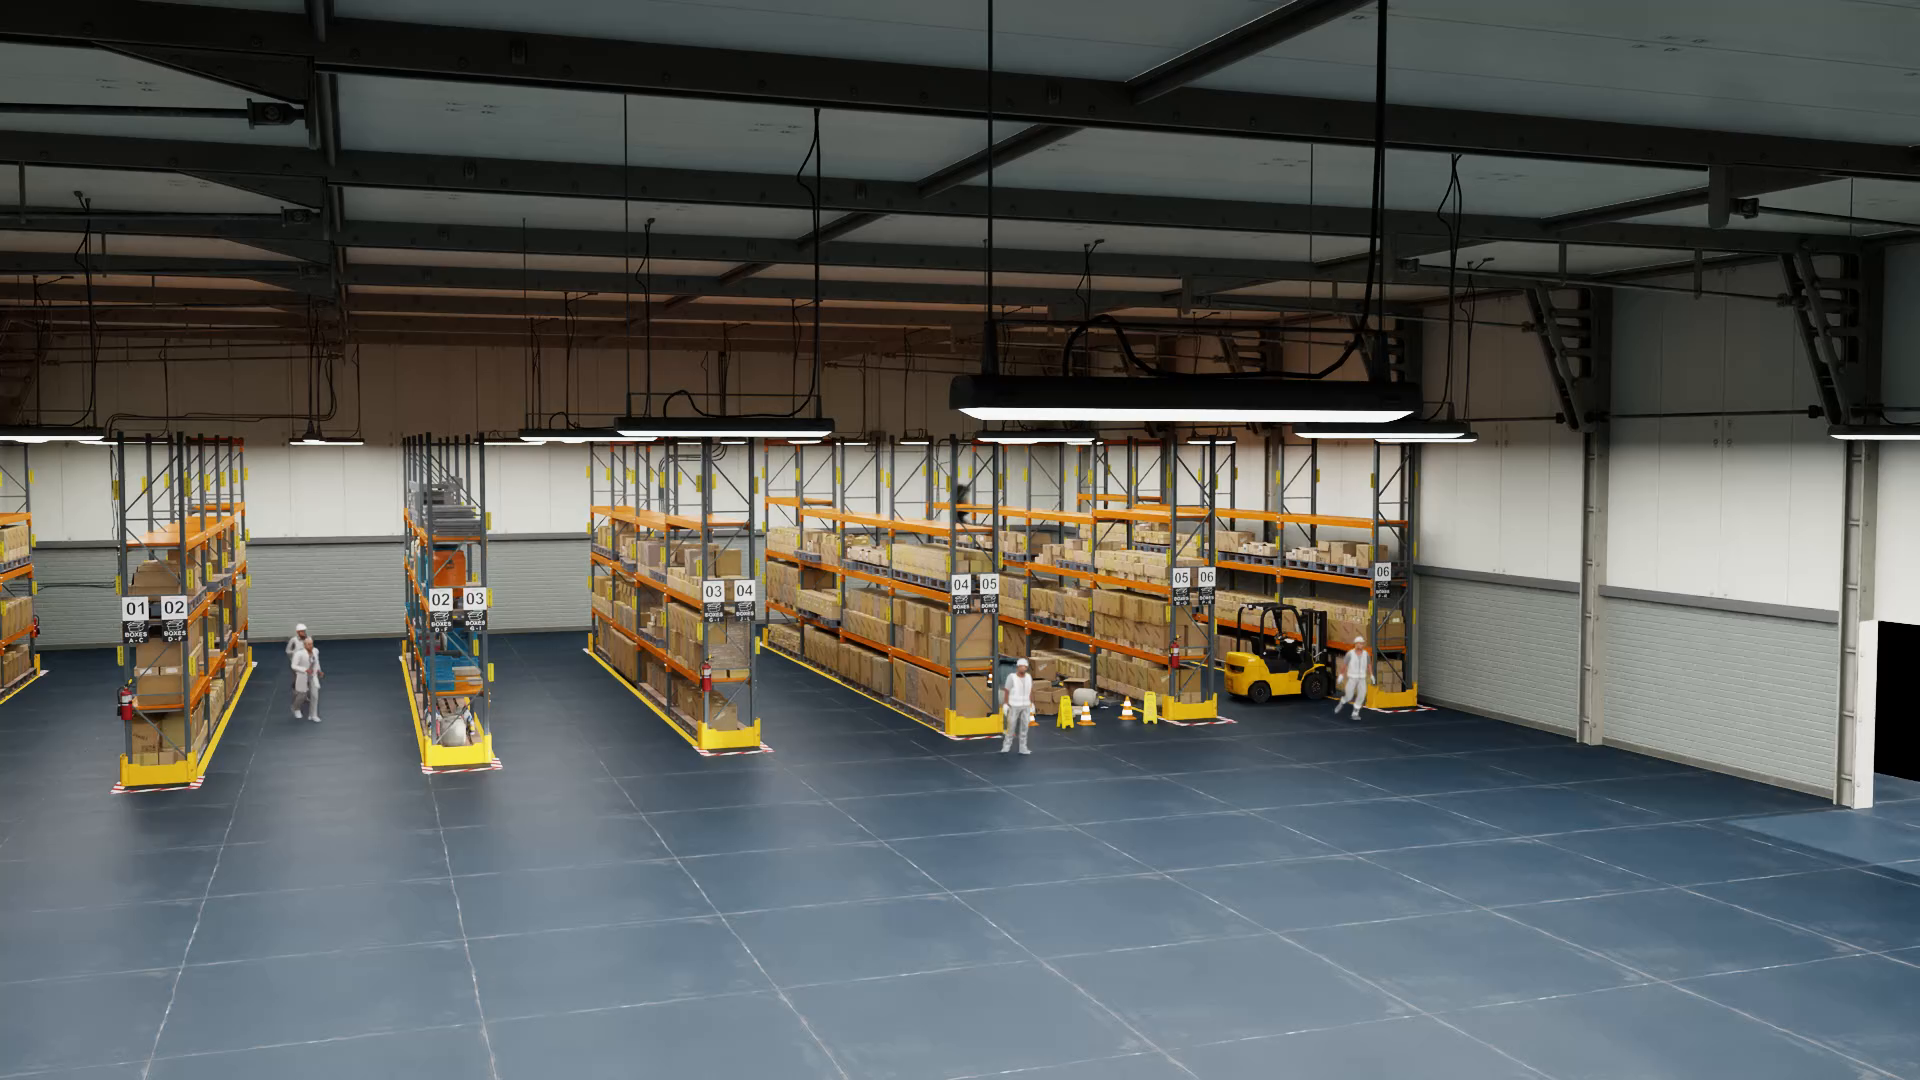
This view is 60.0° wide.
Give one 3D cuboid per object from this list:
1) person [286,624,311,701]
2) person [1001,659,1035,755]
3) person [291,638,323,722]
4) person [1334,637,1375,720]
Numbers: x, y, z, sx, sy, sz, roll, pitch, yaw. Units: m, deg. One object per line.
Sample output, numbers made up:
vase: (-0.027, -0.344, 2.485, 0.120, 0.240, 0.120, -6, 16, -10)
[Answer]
person: (-15.041, 2.768, 37.850, 0.655, 1.734, 0.808, -3, 4, -40)
person: (1.082, 3.109, 31.112, 0.627, 1.783, 0.495, -2, 4, -27)
person: (-13.737, 2.917, 34.846, 1.010, 1.749, 0.690, 3, 4, 44)
person: (8.302, 2.902, 35.014, 0.702, 1.751, 0.697, -1, 3, -11)
